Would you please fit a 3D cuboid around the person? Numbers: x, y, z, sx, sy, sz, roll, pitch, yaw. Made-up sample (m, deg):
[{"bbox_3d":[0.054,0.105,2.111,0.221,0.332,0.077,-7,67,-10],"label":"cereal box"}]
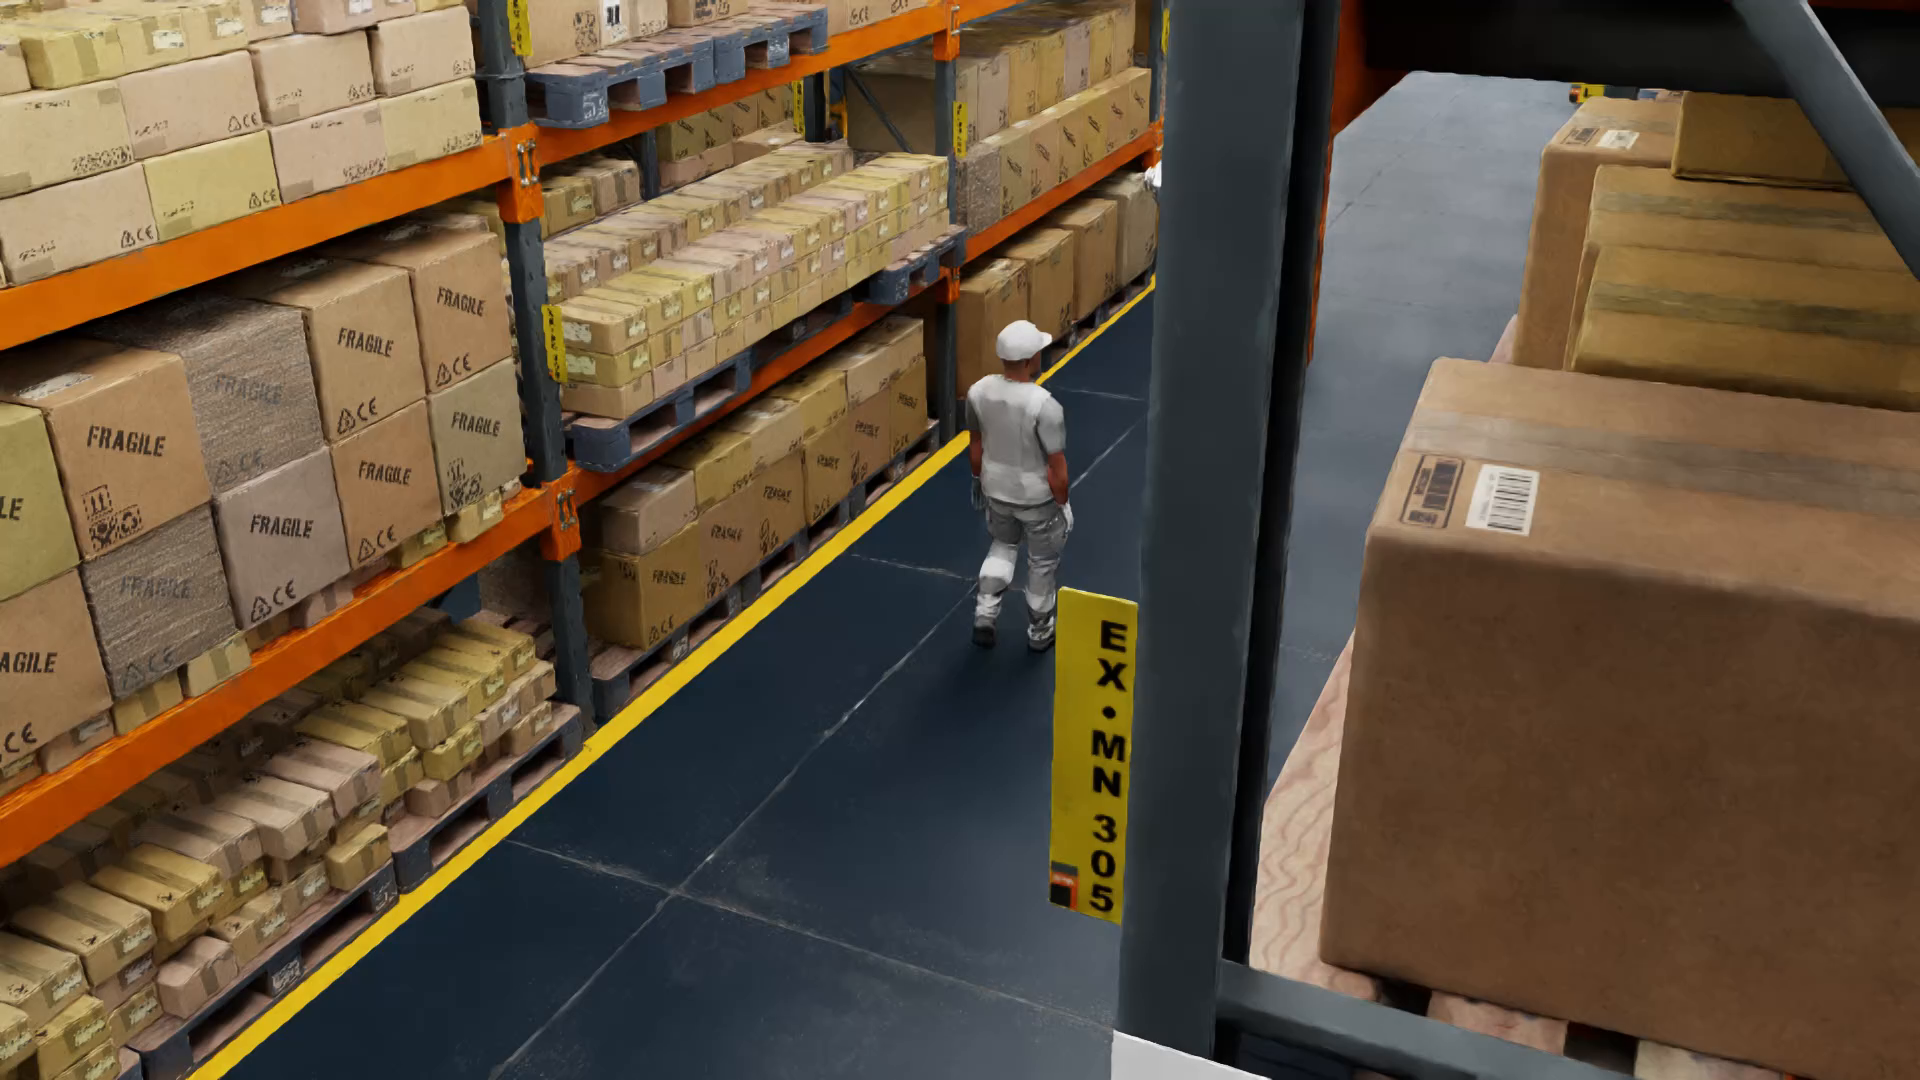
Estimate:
[{"bbox_3d":[0.324,-0.248,8.081,0.584,1.779,0.632,15,30,29],"label":"person"}]
